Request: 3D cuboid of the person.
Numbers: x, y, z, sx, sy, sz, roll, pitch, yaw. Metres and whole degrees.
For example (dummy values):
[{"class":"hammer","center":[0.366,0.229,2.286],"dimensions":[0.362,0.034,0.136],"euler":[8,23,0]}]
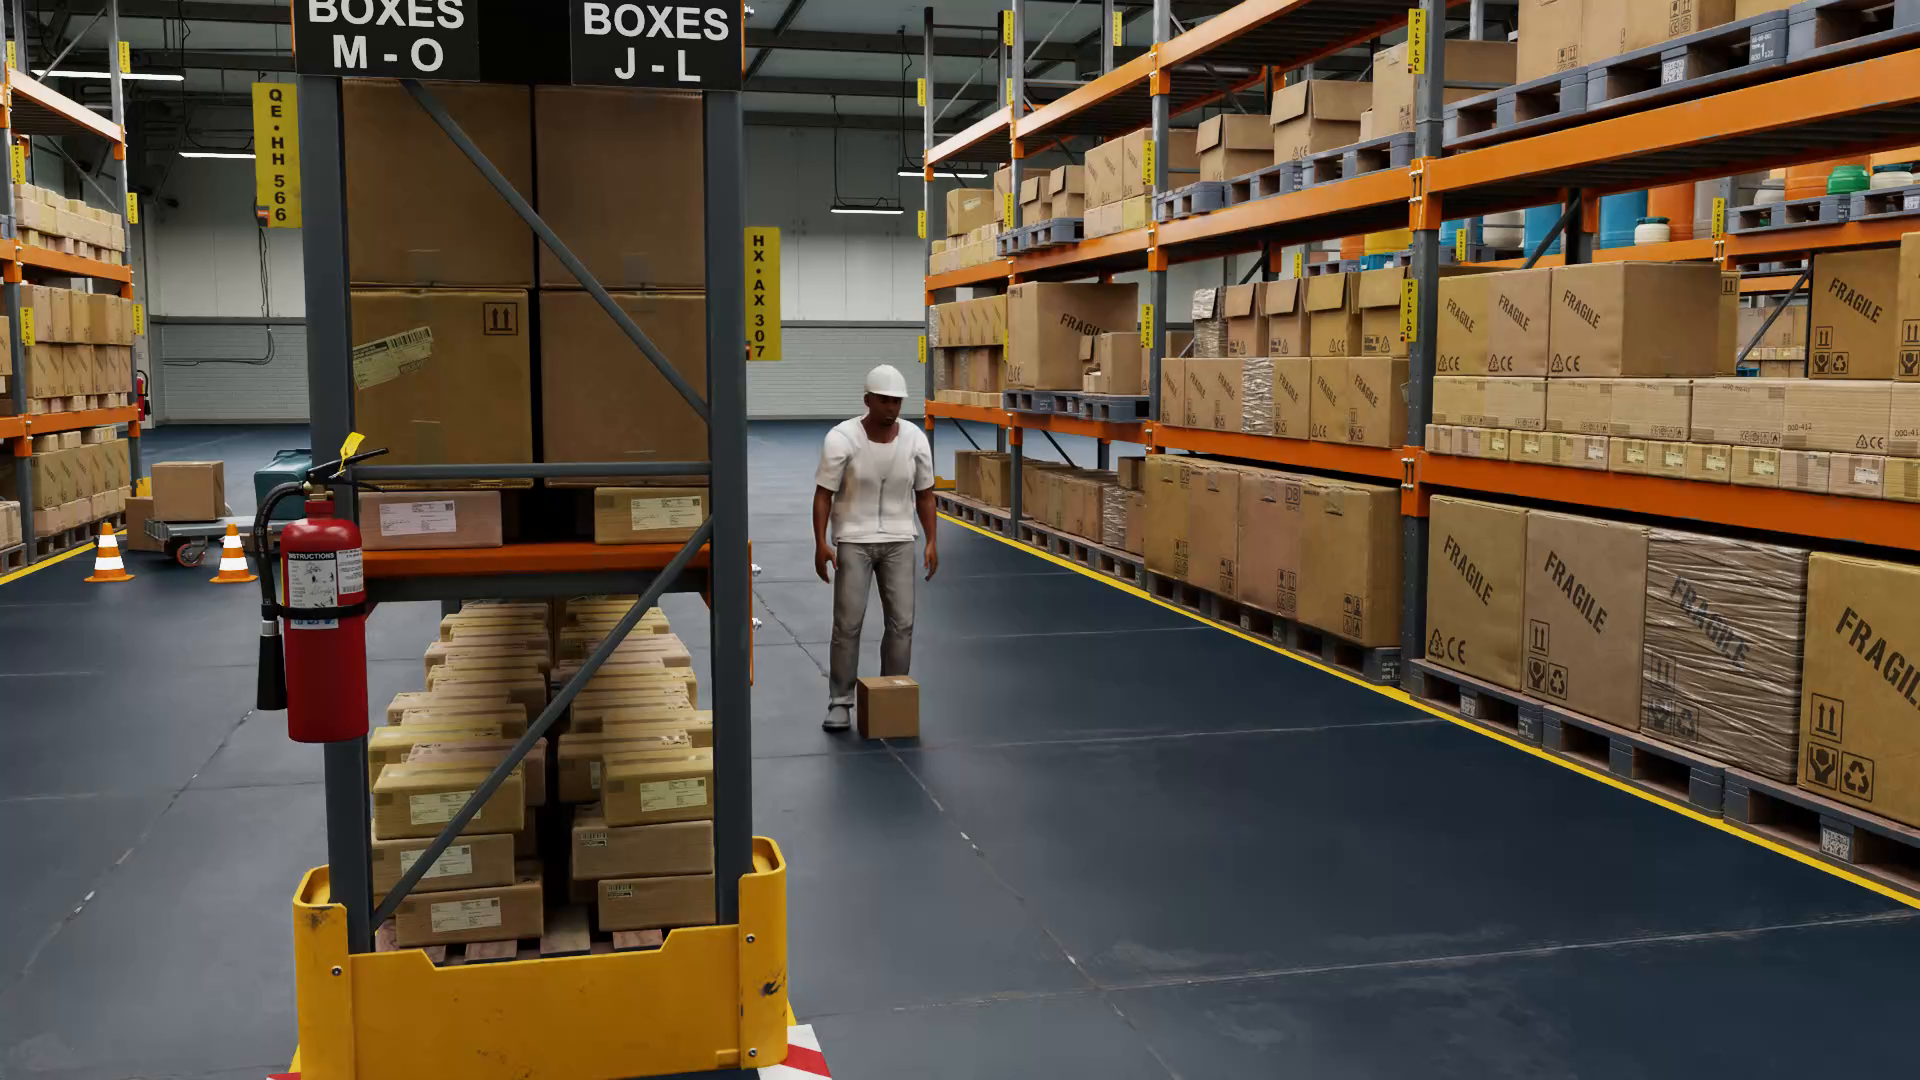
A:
[{"class":"person","center":[-0.404,0.028,8.114],"dimensions":[0.632,1.759,0.461],"euler":[-2,6,-17]}]
